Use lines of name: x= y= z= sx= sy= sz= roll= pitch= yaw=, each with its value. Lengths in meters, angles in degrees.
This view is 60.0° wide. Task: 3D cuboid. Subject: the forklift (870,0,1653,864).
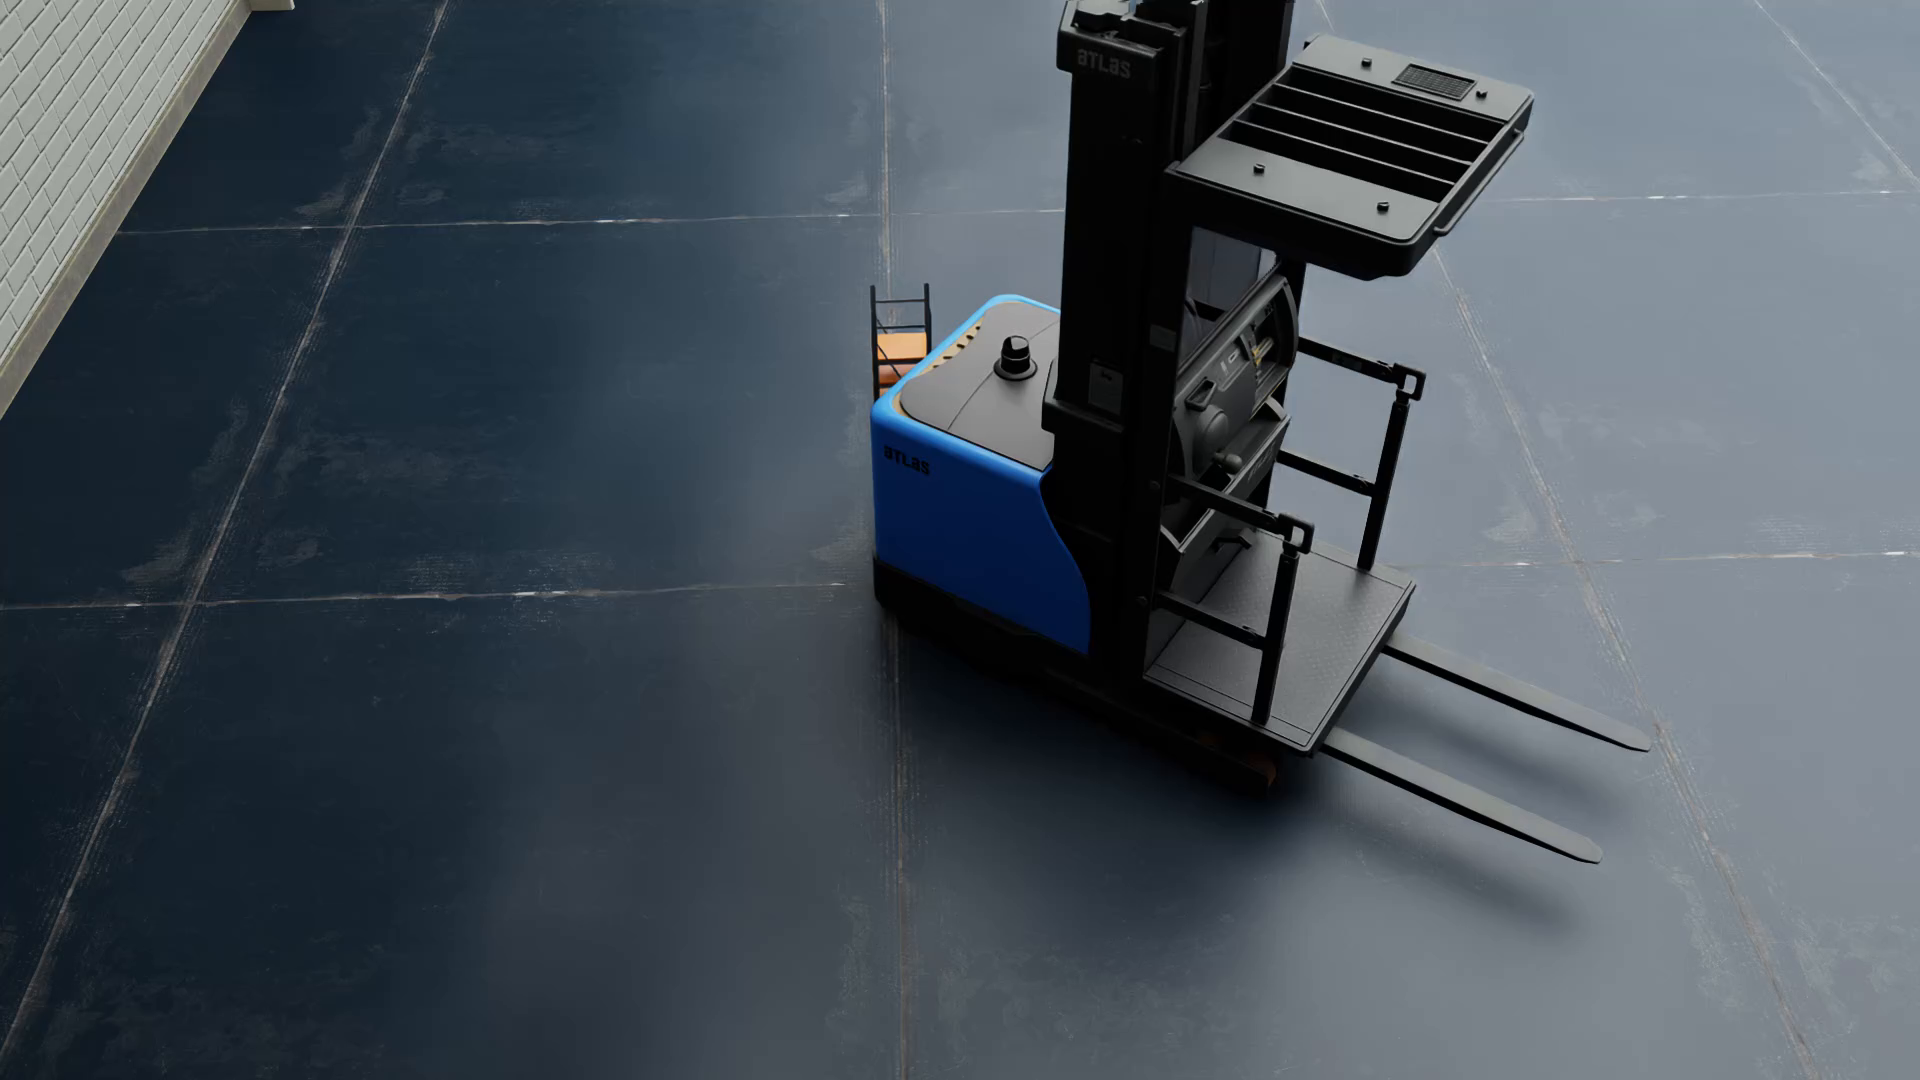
forklift: x=1.153 y=-0.526 z=5.805 sx=3.031 sy=2.935 sz=1.130 roll=24 pitch=48 yaw=24

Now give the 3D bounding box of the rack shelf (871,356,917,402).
rack shelf: x=-0.240 y=-0.679 z=6.963 sx=0.258 sy=0.103 sz=0.180 roll=-2 pitch=43 yaw=-3

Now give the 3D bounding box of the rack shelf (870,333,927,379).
rack shelf: x=-0.240 y=-0.768 z=6.882 sx=0.258 sy=0.103 sz=0.180 roll=-2 pitch=43 yaw=-3

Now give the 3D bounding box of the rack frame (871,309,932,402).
rack frame: x=-0.234 y=-0.473 z=7.028 sx=0.240 sy=1.200 sz=0.006 roll=-2 pitch=43 yaw=-3

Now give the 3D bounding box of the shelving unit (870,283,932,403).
shelving unit: x=-0.240 y=-0.535 z=7.095 sx=0.258 sy=1.200 sz=0.189 roll=-2 pitch=43 yaw=-3

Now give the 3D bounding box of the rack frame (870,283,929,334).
rack frame: x=-0.246 y=-0.597 z=7.163 sx=0.240 sy=1.200 sz=0.006 roll=-2 pitch=43 yaw=-3

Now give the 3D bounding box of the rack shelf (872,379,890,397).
rack shelf: x=-0.240 y=-0.591 z=7.044 sx=0.258 sy=0.103 sz=0.180 roll=-2 pitch=43 yaw=-3

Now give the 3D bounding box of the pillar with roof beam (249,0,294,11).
pillar with roof beam: x=-0.416 y=-7.188 z=8.582 sx=9.100 sy=9.000 sz=0.400 roll=-2 pitch=43 yaw=-2
